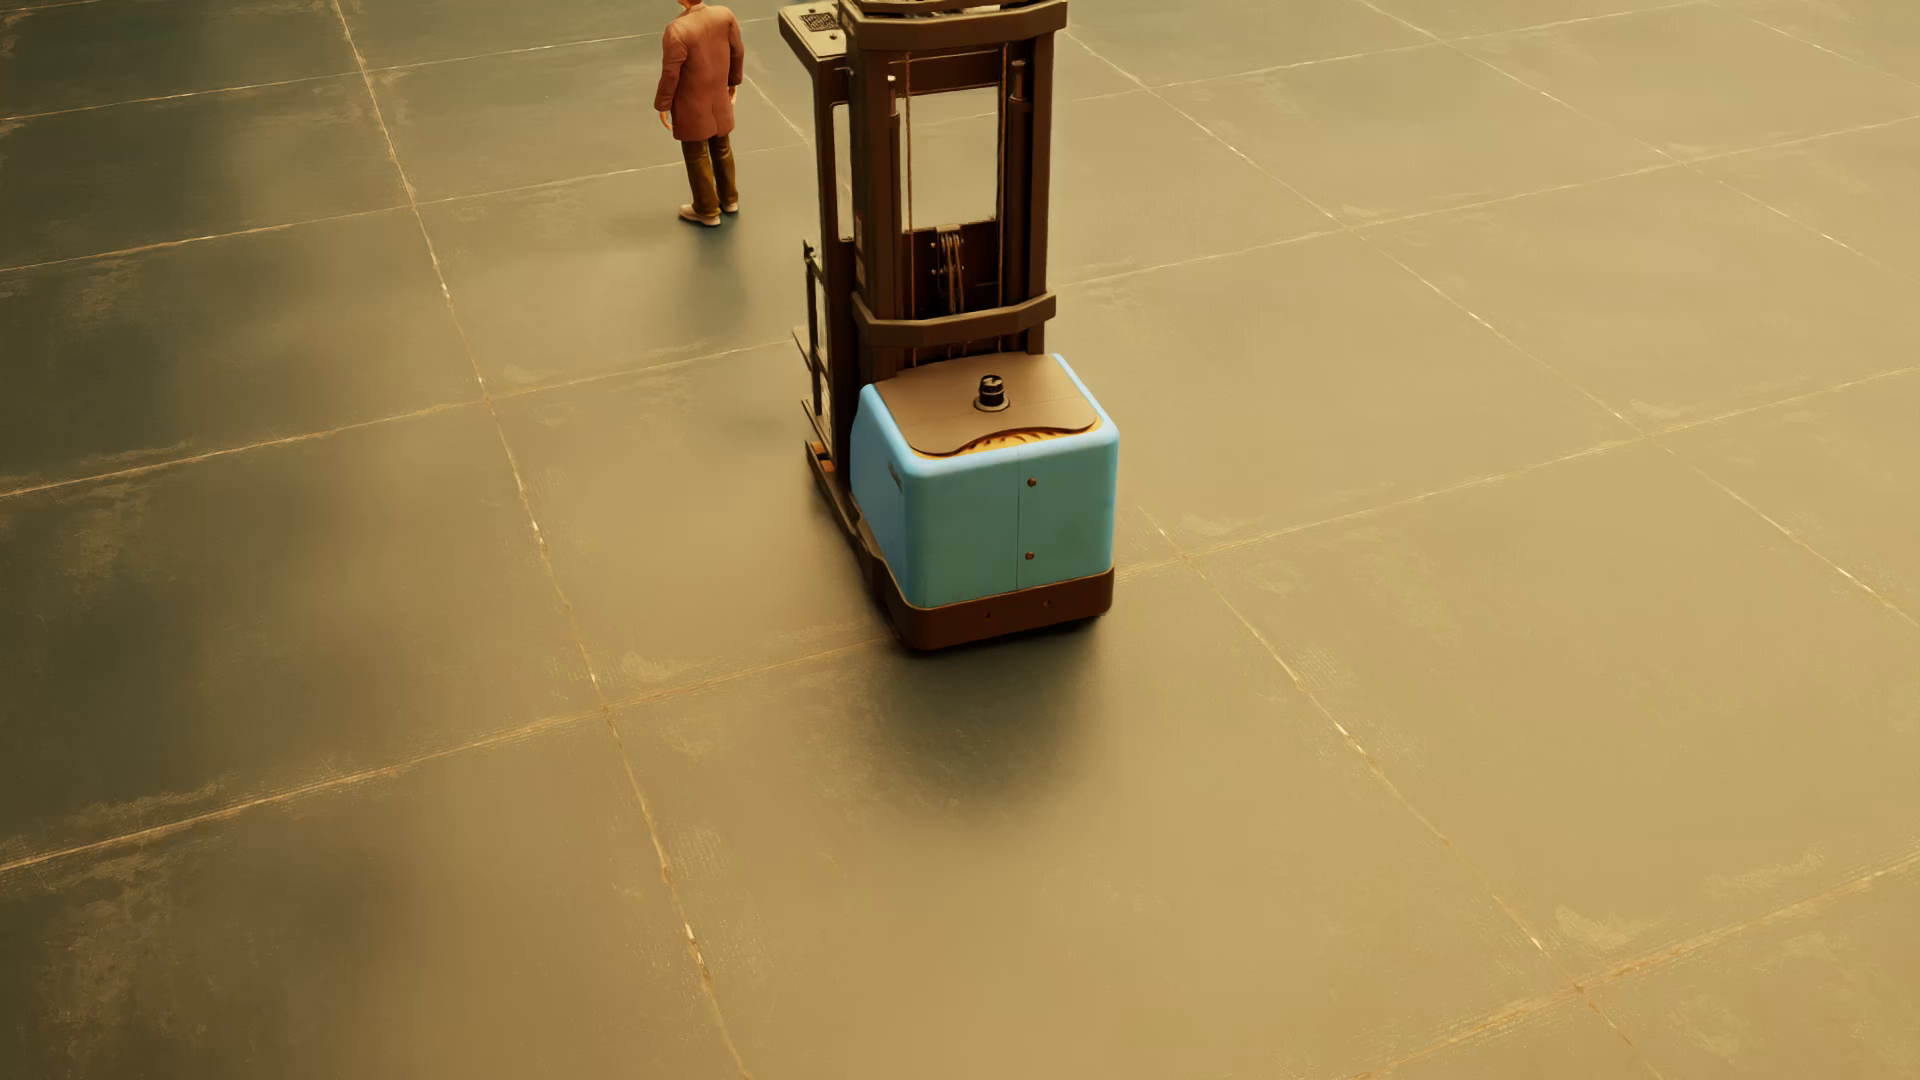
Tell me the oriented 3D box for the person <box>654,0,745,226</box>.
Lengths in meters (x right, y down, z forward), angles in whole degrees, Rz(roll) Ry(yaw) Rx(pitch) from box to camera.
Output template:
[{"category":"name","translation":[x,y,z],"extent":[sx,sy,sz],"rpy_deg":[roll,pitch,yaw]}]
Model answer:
[{"category":"person","translation":[-1.818,-3.021,11.334],"extent":[0.693,1.780,0.572],"rpy_deg":[-27,43,-32]}]

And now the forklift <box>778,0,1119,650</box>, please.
[{"category":"forklift","translation":[-0.212,-1.532,8.253],"extent":[1.130,2.935,3.031],"rpy_deg":[-11,37,-15]}]
